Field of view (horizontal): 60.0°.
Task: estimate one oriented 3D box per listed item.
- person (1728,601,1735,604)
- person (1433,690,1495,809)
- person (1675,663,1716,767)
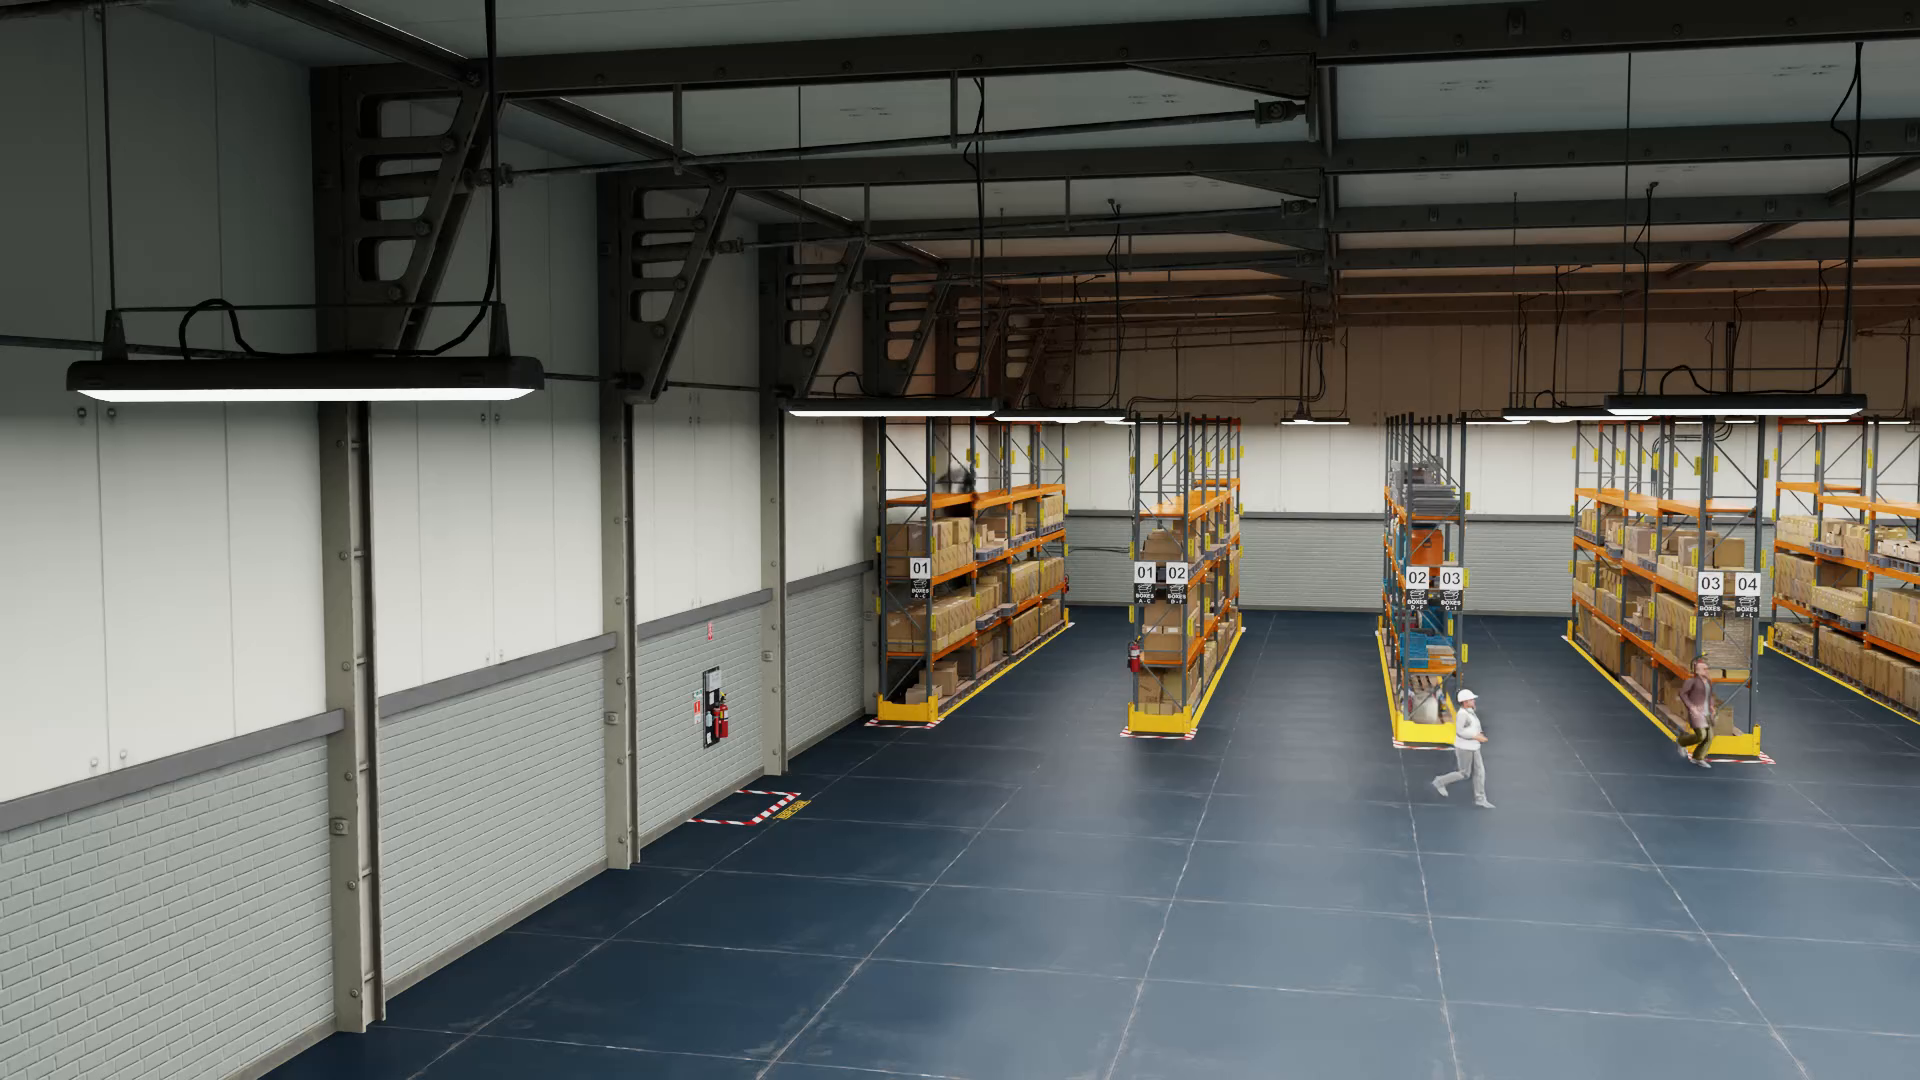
[{"bbox_3d":[19.764,2.068,42.602,0.563,1.618,0.877,2,4,25],"label":"person"},{"bbox_3d":[7.650,3.145,25.121,0.886,1.777,0.661,3,5,34],"label":"person"},{"bbox_3d":[12.513,2.955,28.266,0.731,1.765,0.641,-2,4,-26],"label":"person"}]
